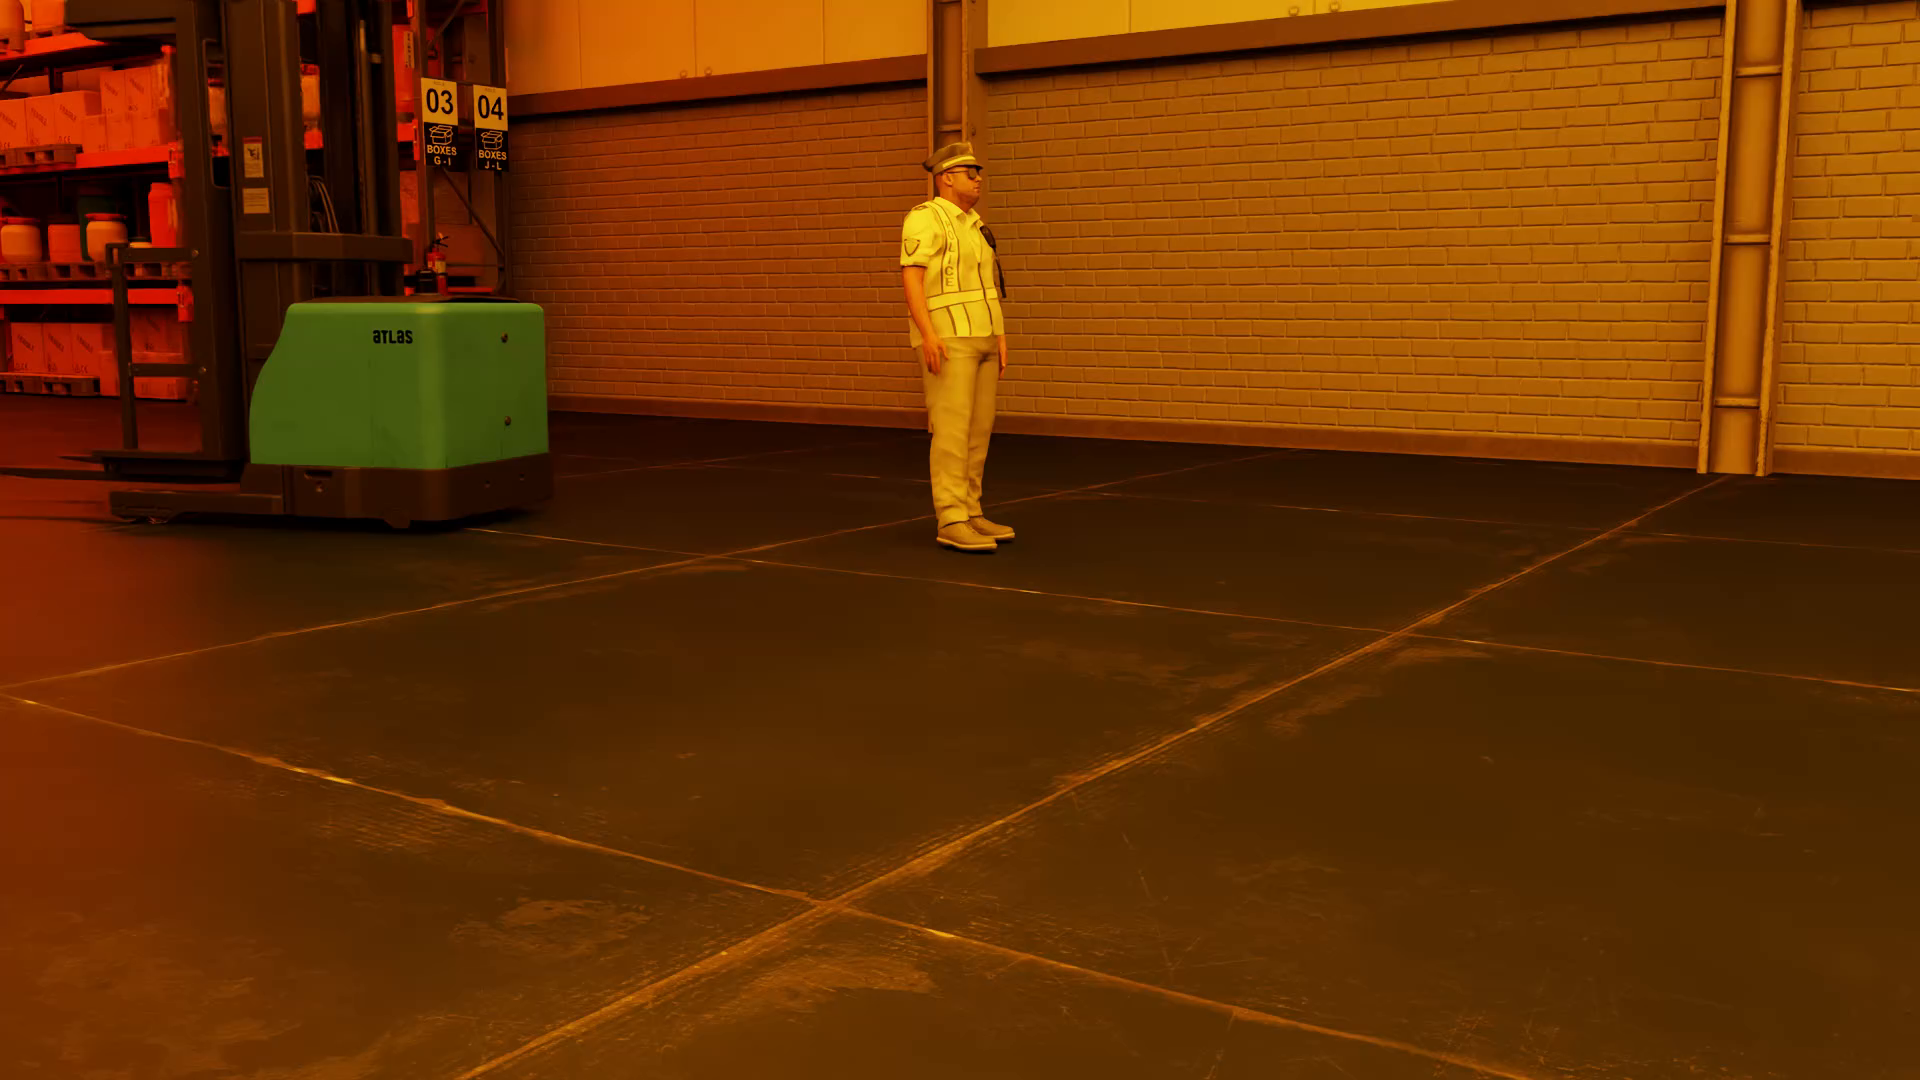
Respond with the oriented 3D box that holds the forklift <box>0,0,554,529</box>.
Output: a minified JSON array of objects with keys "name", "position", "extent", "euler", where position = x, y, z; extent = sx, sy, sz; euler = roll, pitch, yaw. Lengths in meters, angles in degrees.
[{"name":"forklift","position":[-3.679,-1.596,8.419],"extent":[3.031,2.935,1.130],"euler":[2,8,17]}]

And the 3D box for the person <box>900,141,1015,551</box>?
[{"name":"person","position":[0.058,-0.882,7.424],"extent":[0.574,1.780,0.641],"euler":[5,10,34]}]
